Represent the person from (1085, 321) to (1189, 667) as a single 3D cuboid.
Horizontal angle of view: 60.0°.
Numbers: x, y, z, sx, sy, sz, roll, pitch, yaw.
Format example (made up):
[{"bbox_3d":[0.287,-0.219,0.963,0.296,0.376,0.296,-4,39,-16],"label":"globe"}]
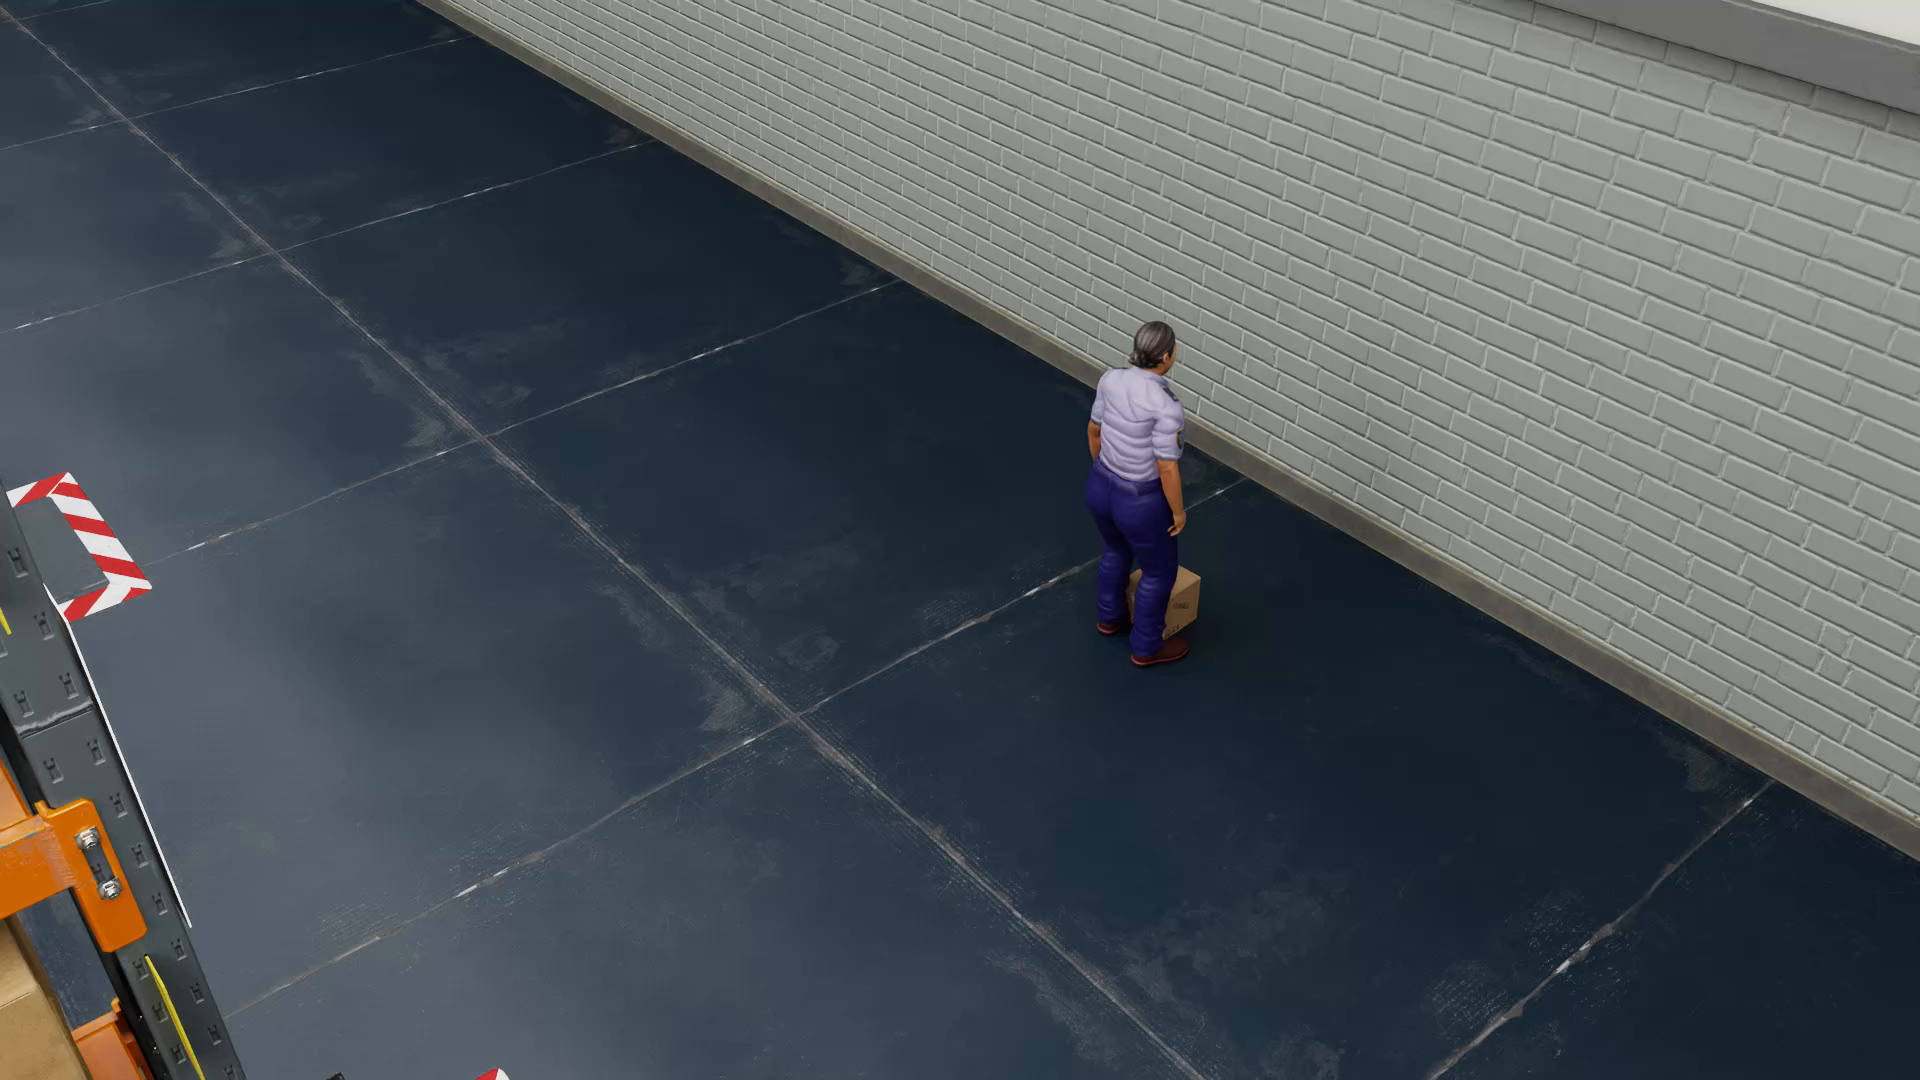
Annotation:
[{"bbox_3d":[0.798,-0.207,7.366,0.414,1.652,0.543,-27,44,-32],"label":"person"}]
